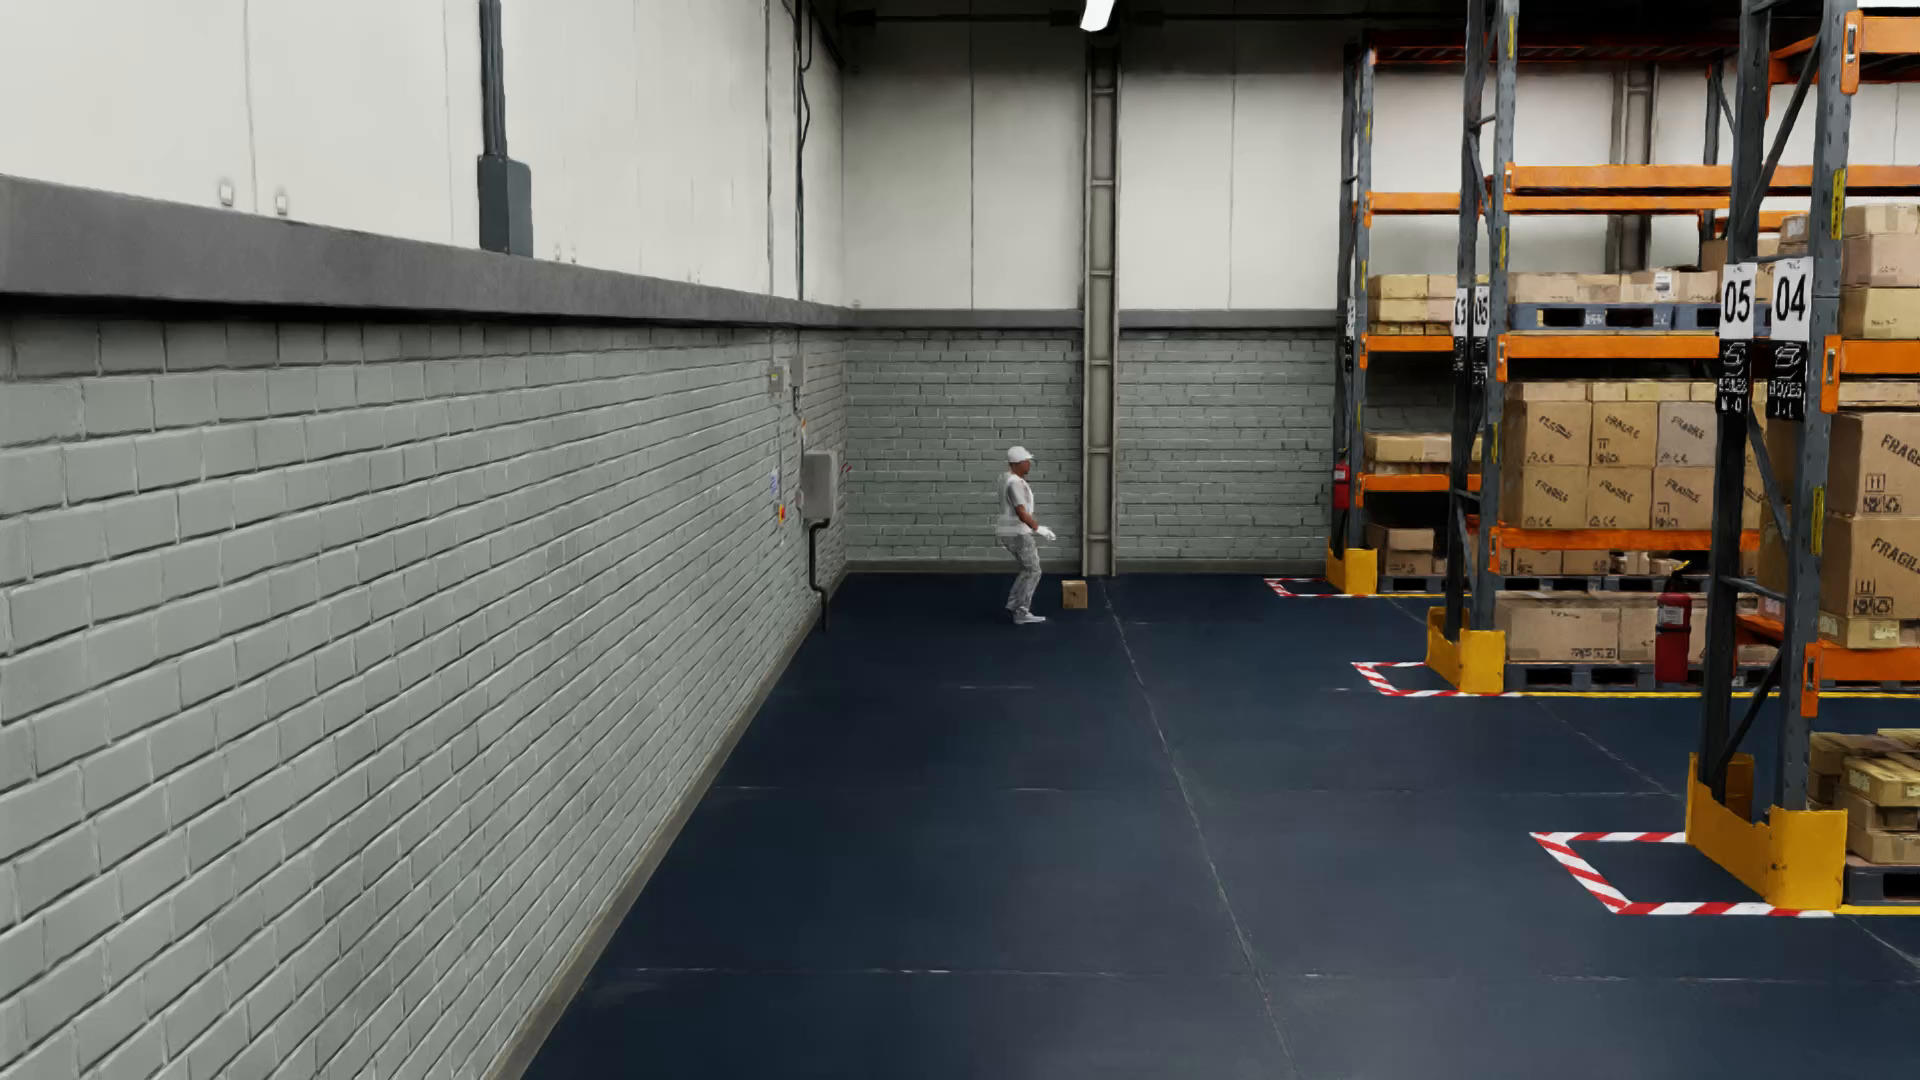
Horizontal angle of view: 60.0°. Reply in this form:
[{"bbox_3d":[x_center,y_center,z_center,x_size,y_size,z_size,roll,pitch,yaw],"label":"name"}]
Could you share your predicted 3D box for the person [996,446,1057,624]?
[{"bbox_3d":[0.622,-0.045,16.358,0.484,1.762,0.743,-2,7,-14],"label":"person"}]
